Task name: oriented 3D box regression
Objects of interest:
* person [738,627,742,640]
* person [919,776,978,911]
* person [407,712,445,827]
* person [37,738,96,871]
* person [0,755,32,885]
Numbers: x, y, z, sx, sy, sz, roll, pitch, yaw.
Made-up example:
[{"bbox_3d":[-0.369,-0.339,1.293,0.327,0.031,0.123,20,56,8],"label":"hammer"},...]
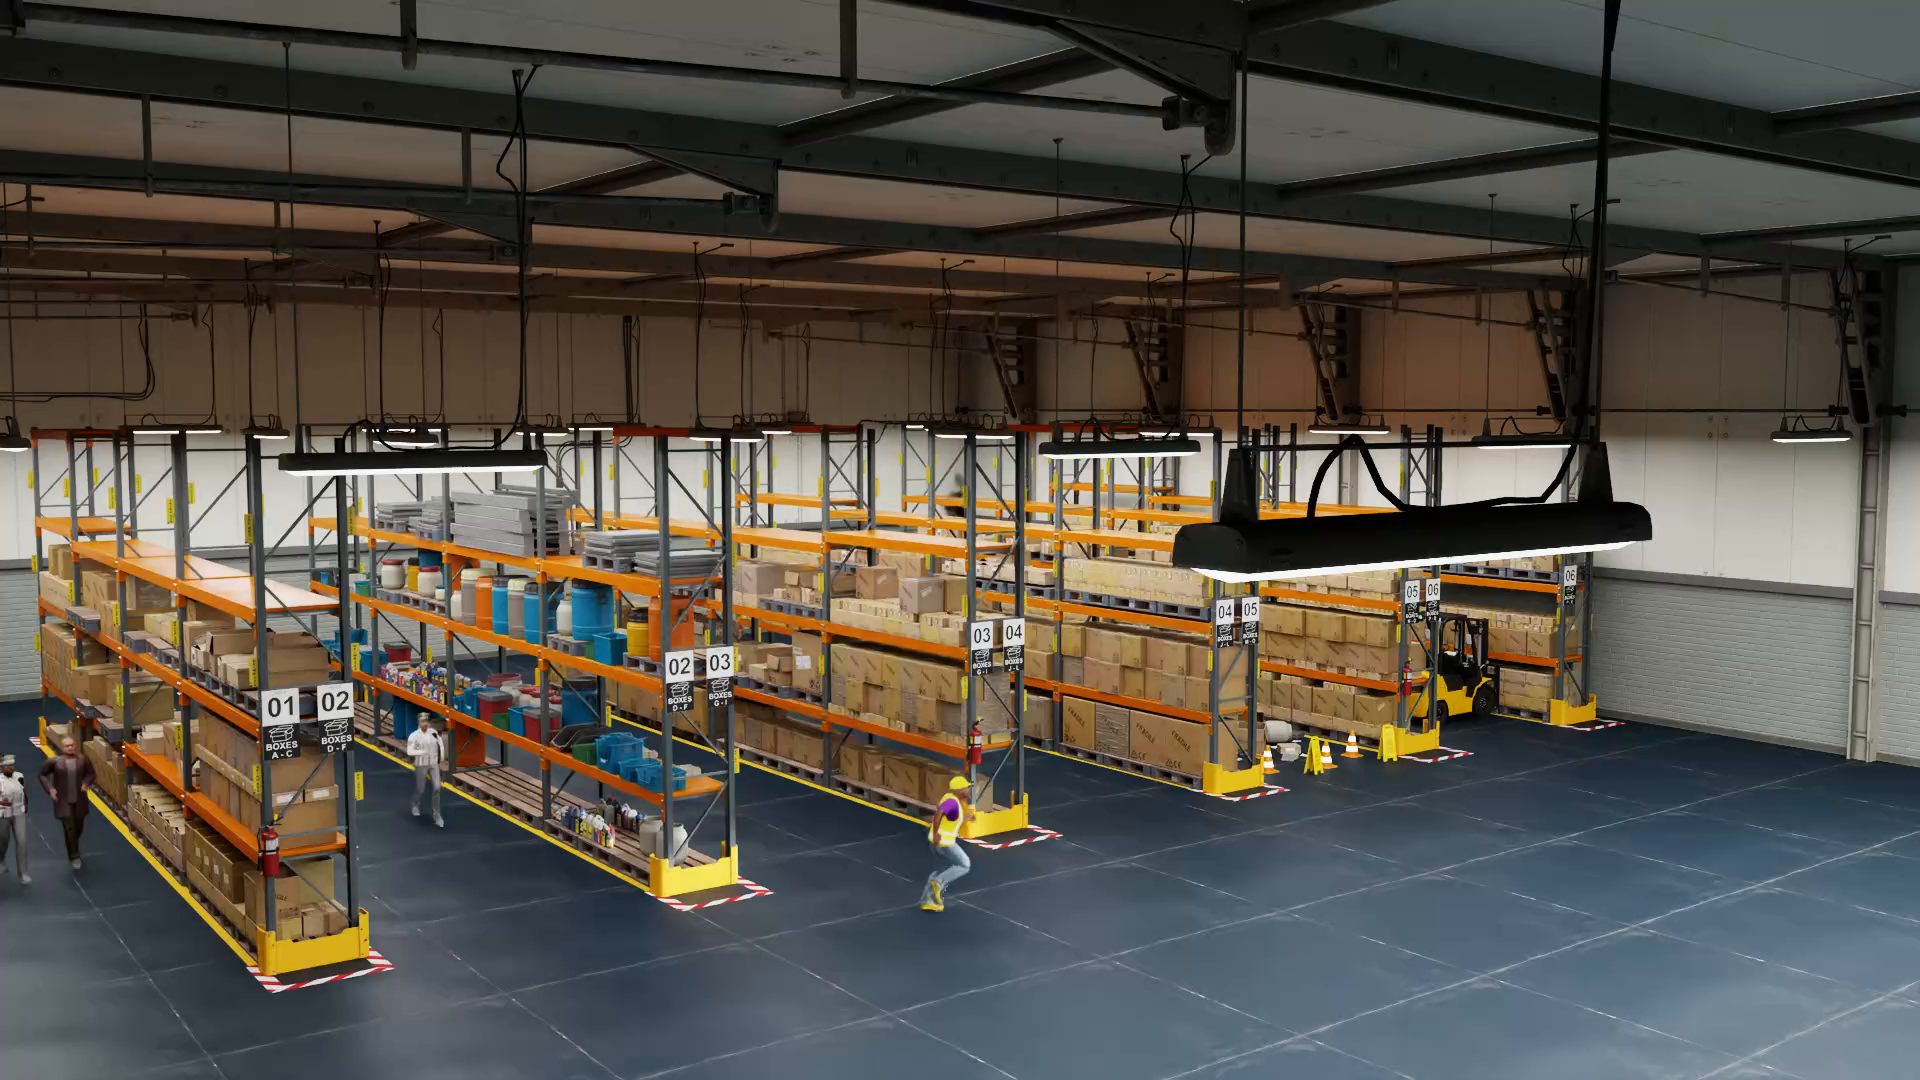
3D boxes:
[{"bbox_3d":[-5.258,2.502,37.997,0.587,1.664,0.899,-2,5,-27],"label":"person"},{"bbox_3d":[-0.131,3.832,21.021,0.795,1.679,0.684,-1,5,-16],"label":"person"},{"bbox_3d":[-8.184,3.488,25.555,0.622,1.714,0.896,-3,5,-35],"label":"person"},{"bbox_3d":[-12.389,3.633,23.134,0.712,1.788,0.897,-4,6,-42],"label":"person"},{"bbox_3d":[-12.770,3.714,22.316,0.577,1.716,0.906,-4,6,-44],"label":"person"}]
